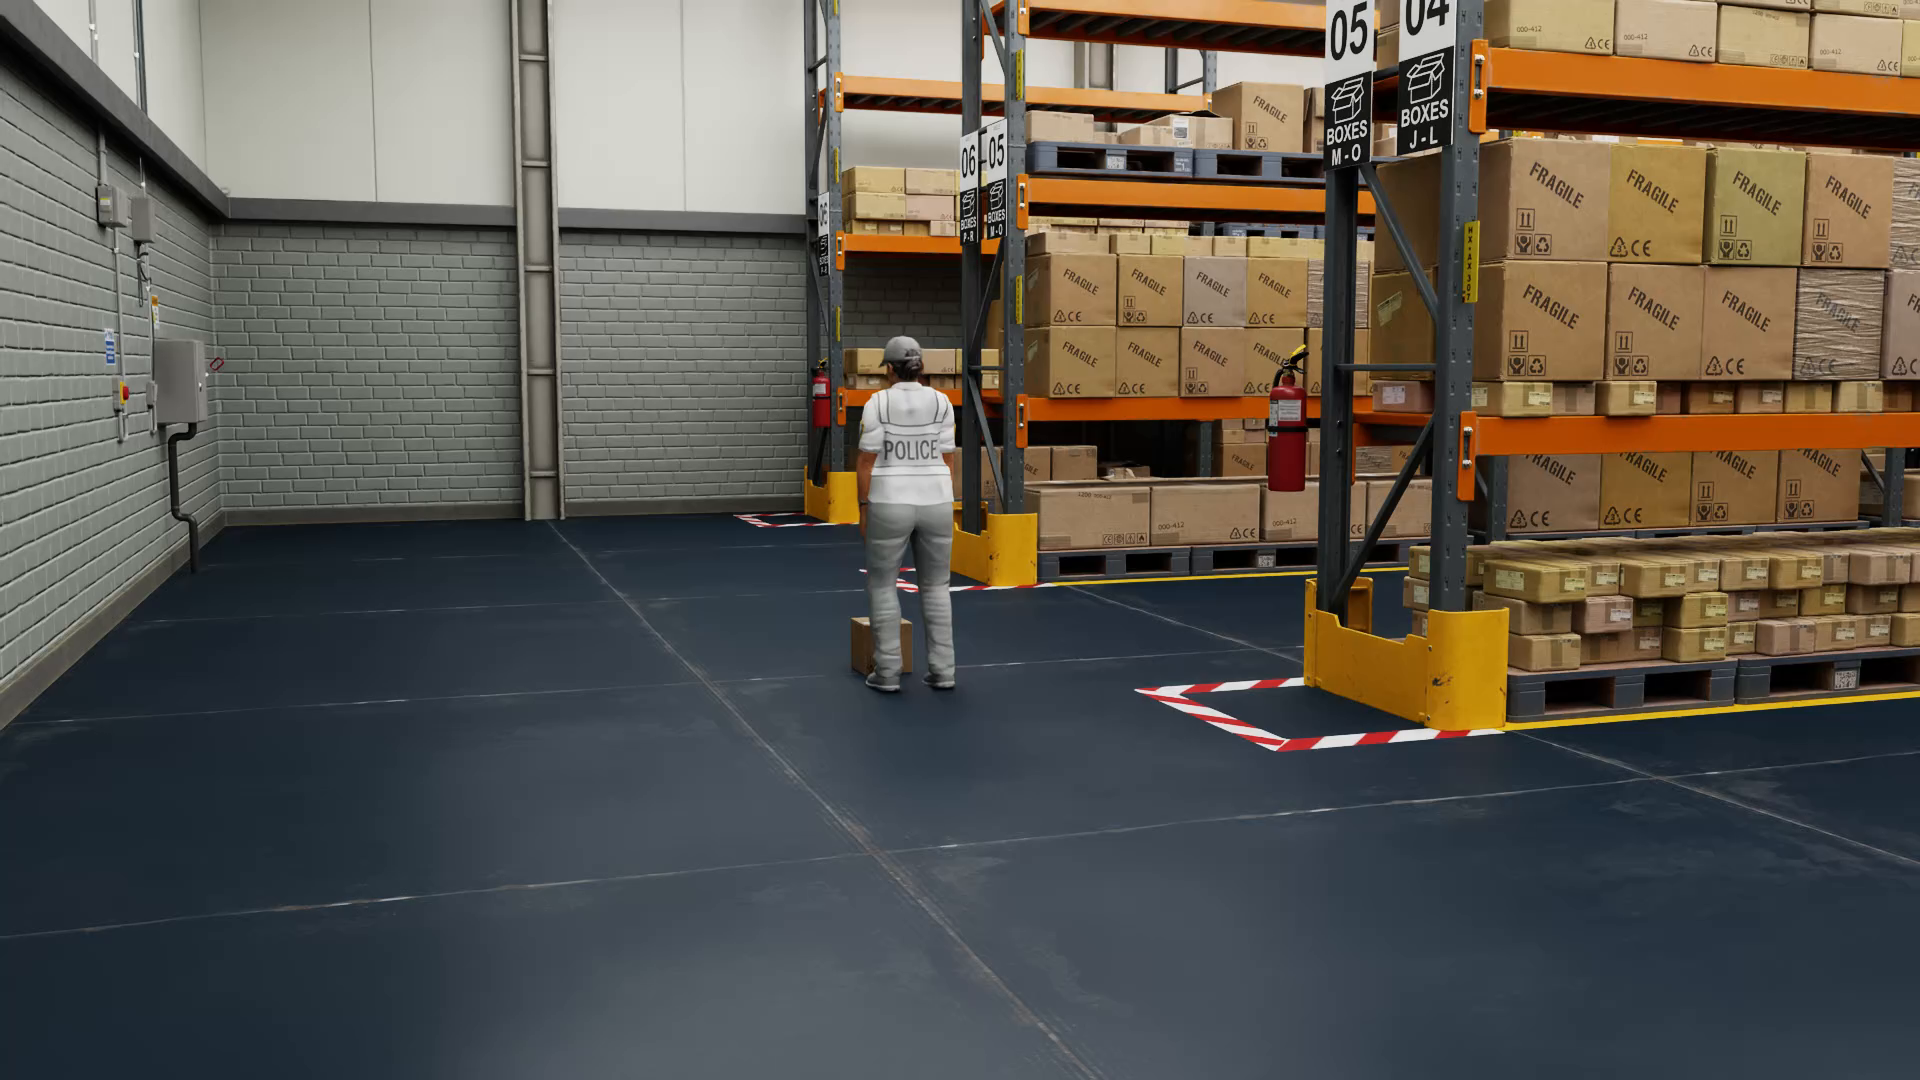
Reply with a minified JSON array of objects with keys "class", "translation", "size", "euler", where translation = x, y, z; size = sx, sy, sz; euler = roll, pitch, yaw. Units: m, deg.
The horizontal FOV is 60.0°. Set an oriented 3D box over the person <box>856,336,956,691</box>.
[{"class":"person","translation":[-0.262,-0.121,7.811],"size":[0.469,1.664,0.390],"euler":[-2,6,-17]}]
